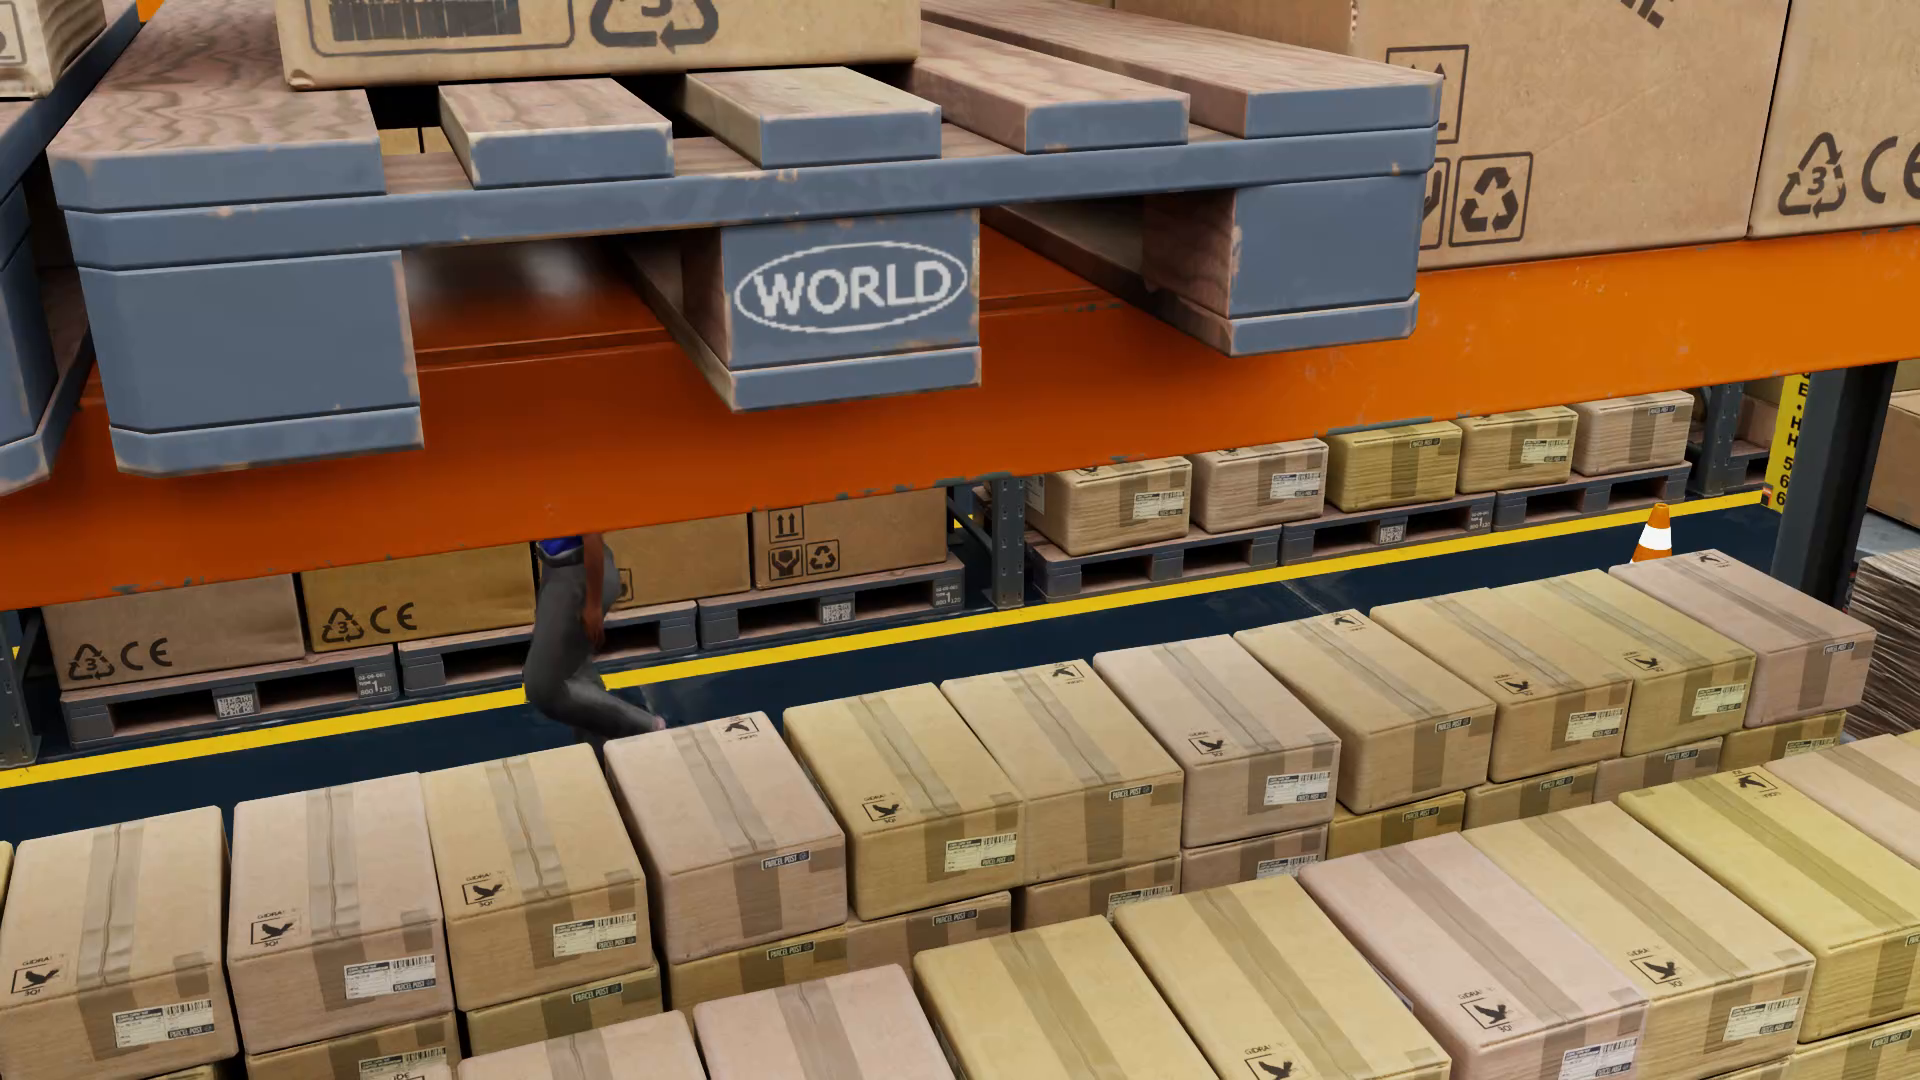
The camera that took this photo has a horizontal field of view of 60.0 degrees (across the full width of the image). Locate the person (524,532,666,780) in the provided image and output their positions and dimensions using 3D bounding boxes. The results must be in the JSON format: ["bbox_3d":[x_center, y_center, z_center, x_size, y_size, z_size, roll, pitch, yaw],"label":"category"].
[{"bbox_3d":[-1.301,0.137,5.705,0.472,1.651,0.472,-8,24,-19],"label":"person"}]
